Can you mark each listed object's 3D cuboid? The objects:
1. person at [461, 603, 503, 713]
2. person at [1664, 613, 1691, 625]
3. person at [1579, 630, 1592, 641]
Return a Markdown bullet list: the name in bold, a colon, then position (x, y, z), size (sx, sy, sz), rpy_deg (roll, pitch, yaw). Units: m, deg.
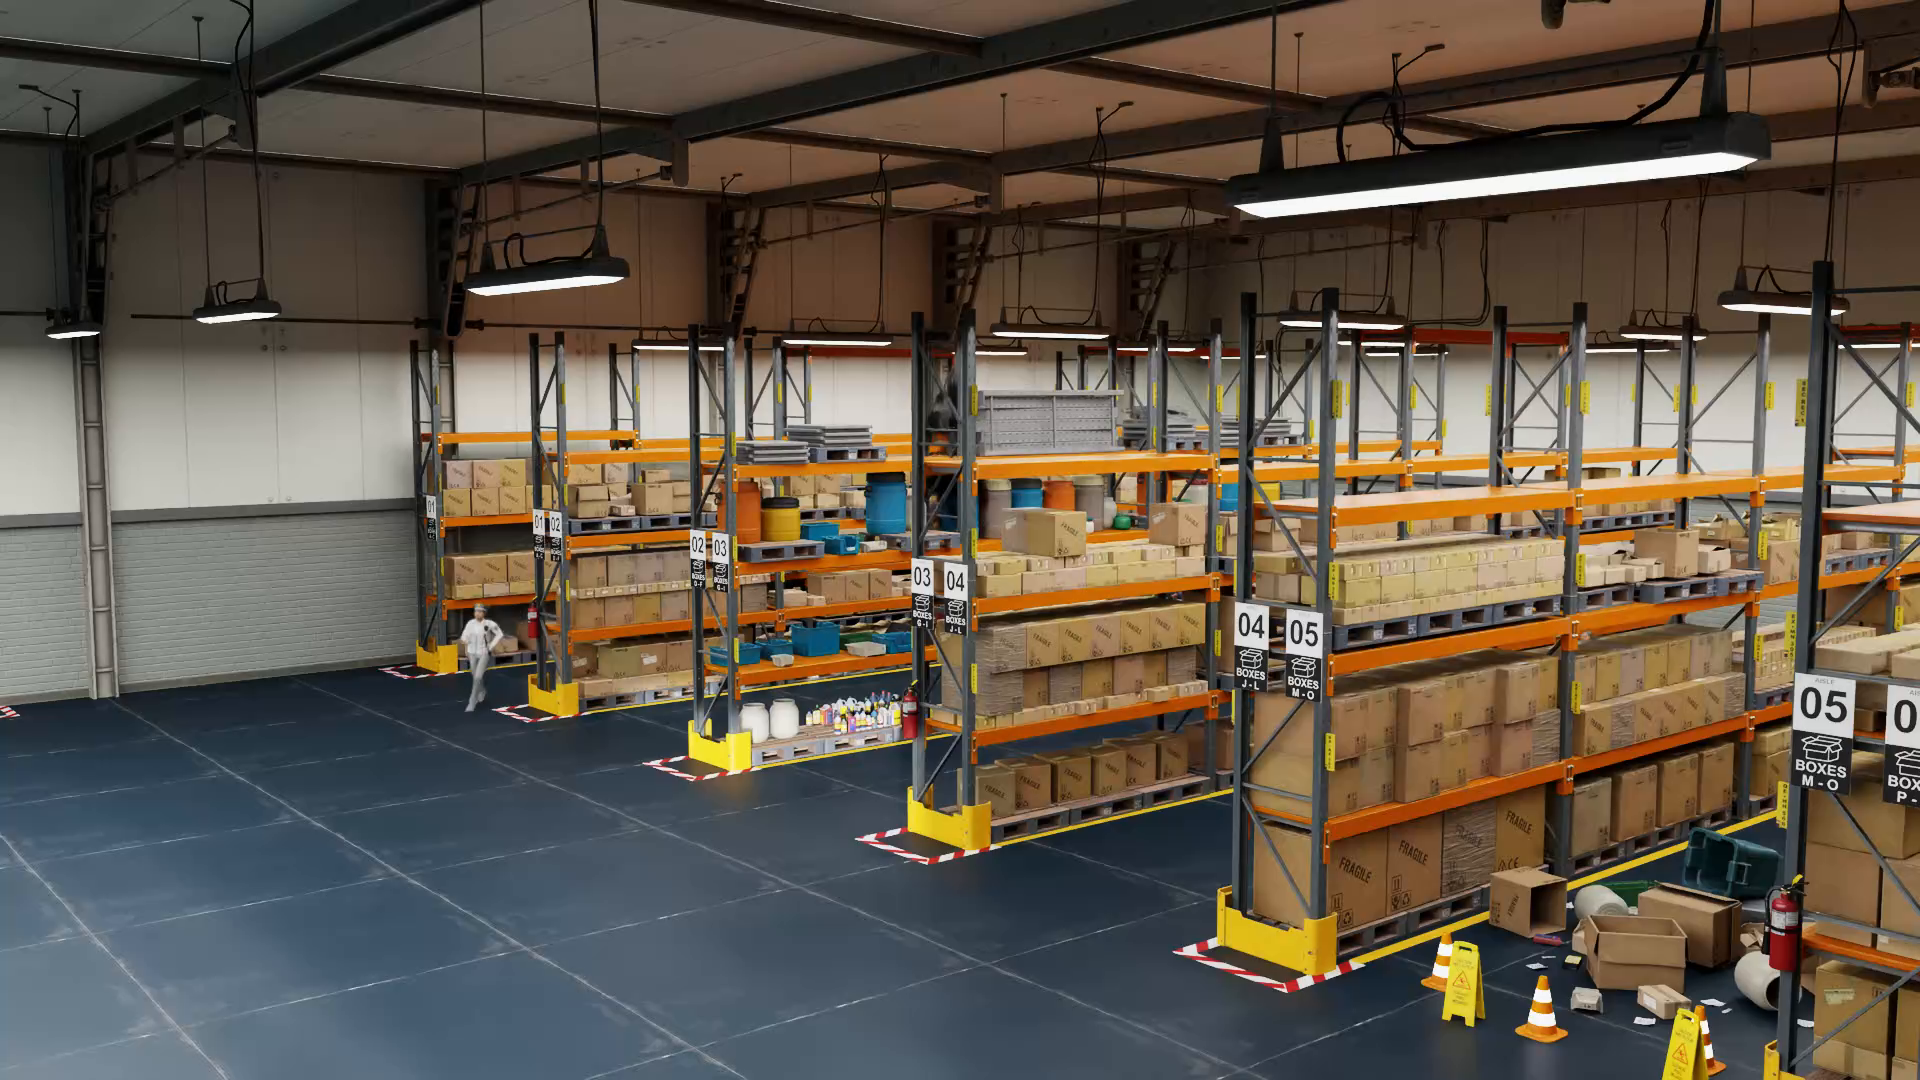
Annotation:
- **person**: position (-7.684, 1.854, 26.680), size (0.622, 1.731, 0.830), rpy_deg (1, 5, 9)
- **person**: position (11.228, 1.890, 25.997), size (0.914, 1.704, 0.658), rpy_deg (-5, 7, -44)
- **person**: position (9.149, 2.114, 24.392), size (0.572, 1.595, 0.604), rpy_deg (-5, 7, -44)
